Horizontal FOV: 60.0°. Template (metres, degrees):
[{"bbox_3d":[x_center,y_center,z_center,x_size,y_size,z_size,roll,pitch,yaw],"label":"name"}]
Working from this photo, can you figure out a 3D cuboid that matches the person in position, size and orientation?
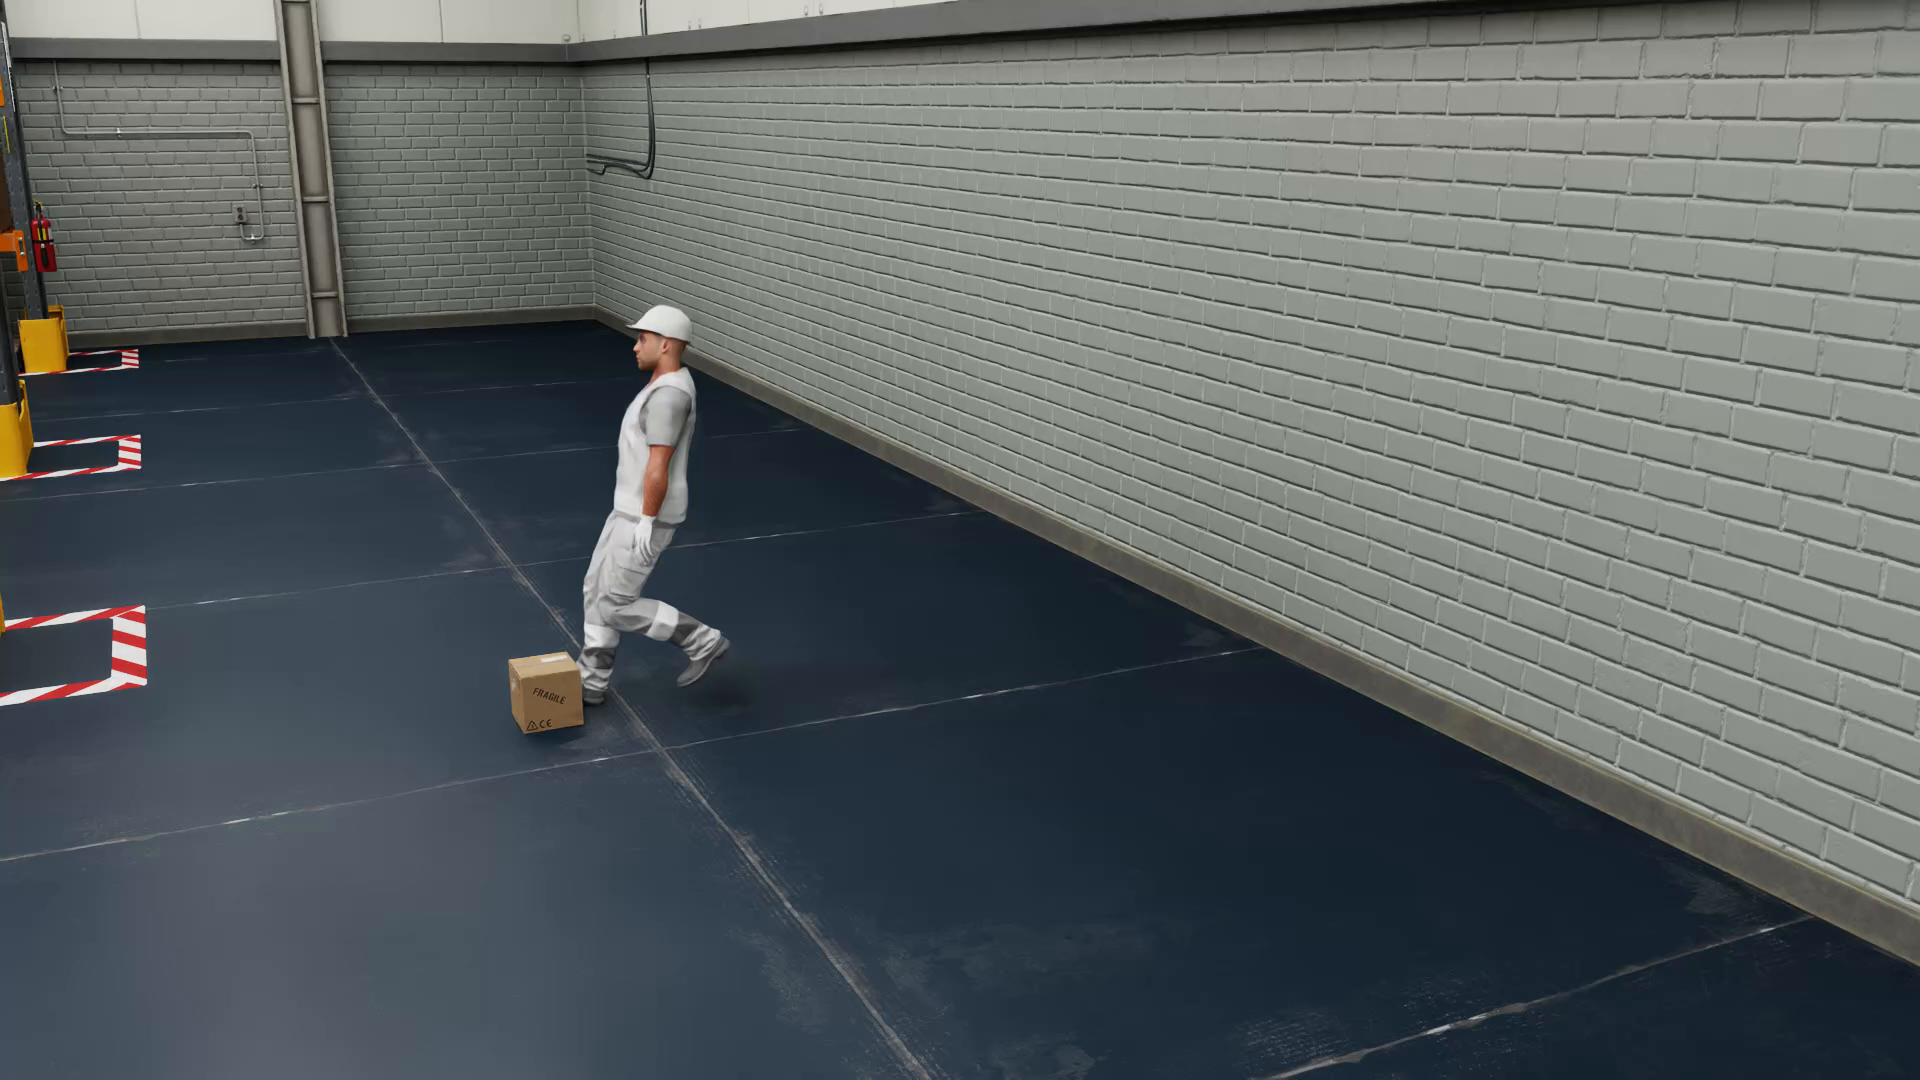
[{"bbox_3d":[-1.421,-0.118,7.034,0.853,1.722,0.626,-3,15,-9],"label":"person"}]
